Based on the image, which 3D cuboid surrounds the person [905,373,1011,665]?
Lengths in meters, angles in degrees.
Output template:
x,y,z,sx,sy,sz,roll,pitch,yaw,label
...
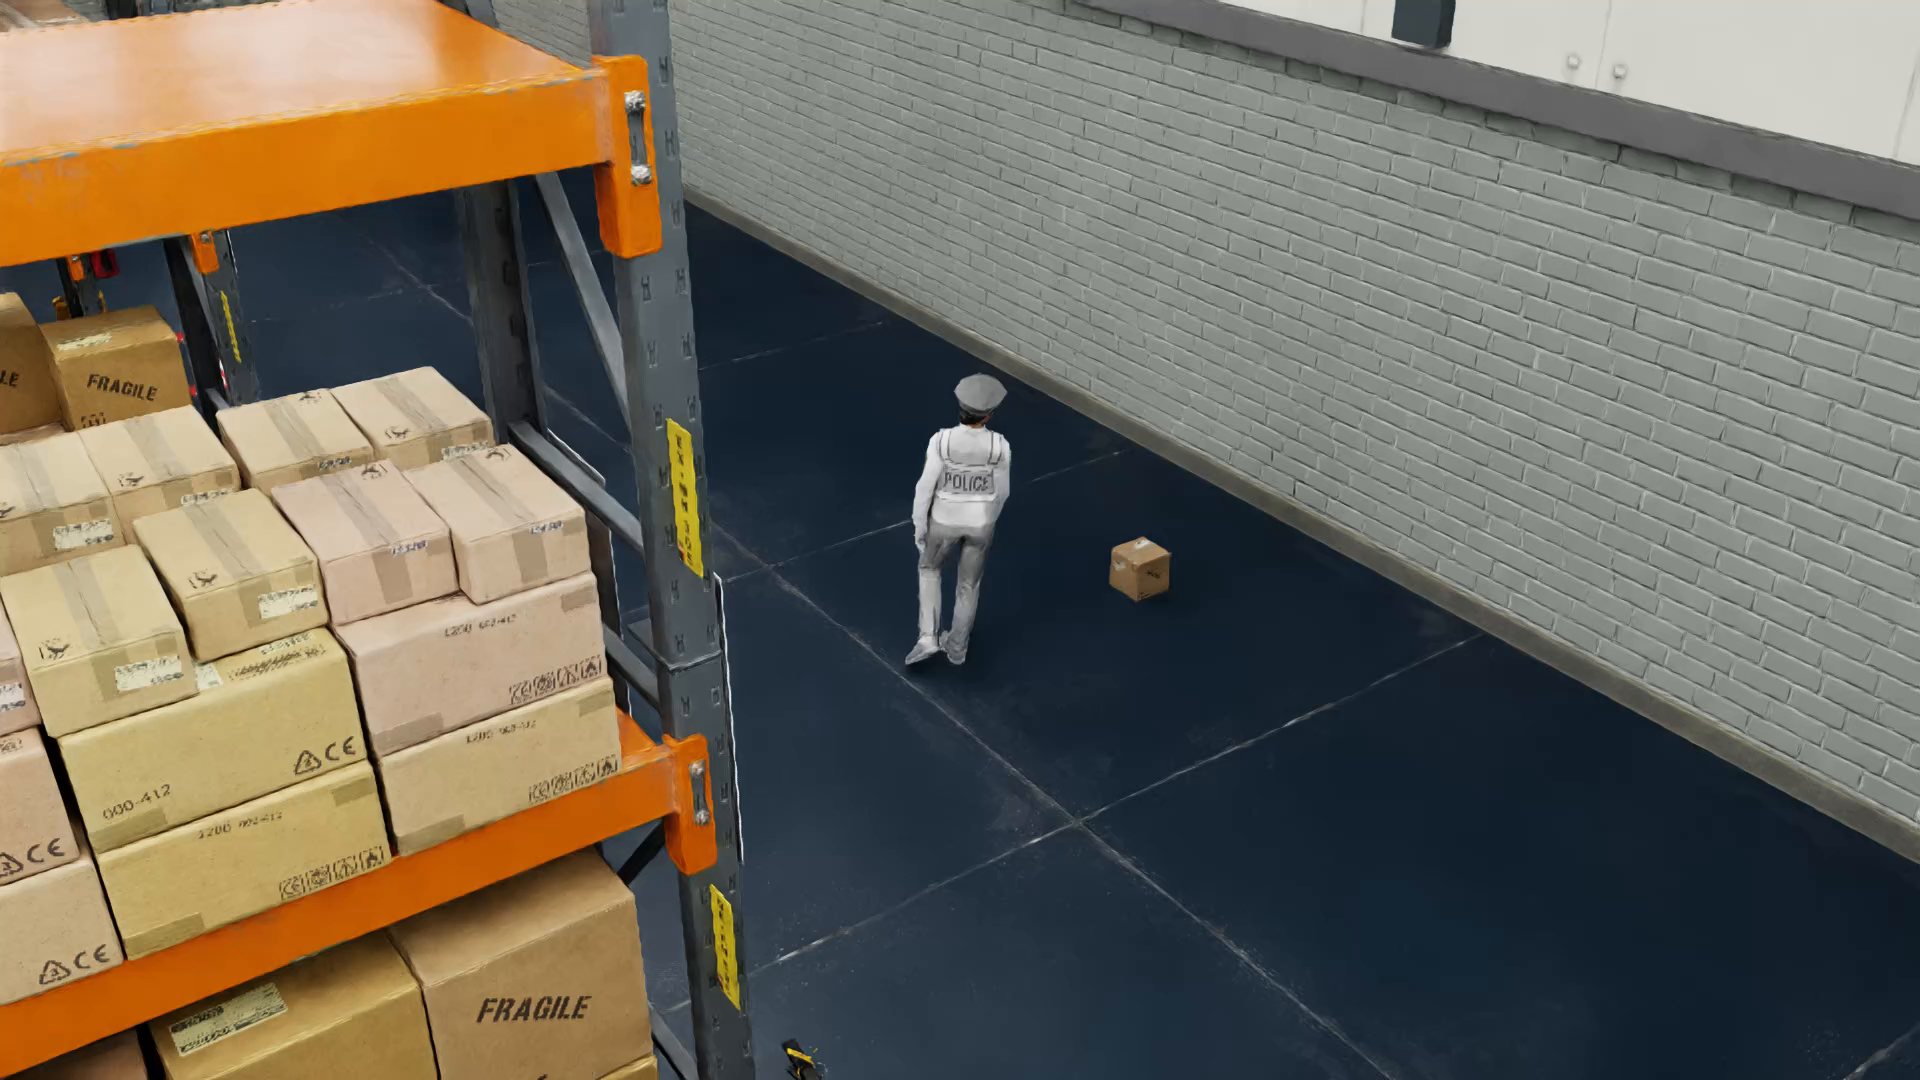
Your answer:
x,y,z,sx,sy,sz,roll,pitch,yaw,label
-0.021,-0.080,8.798,0.568,1.675,0.405,-1,29,-1,person
